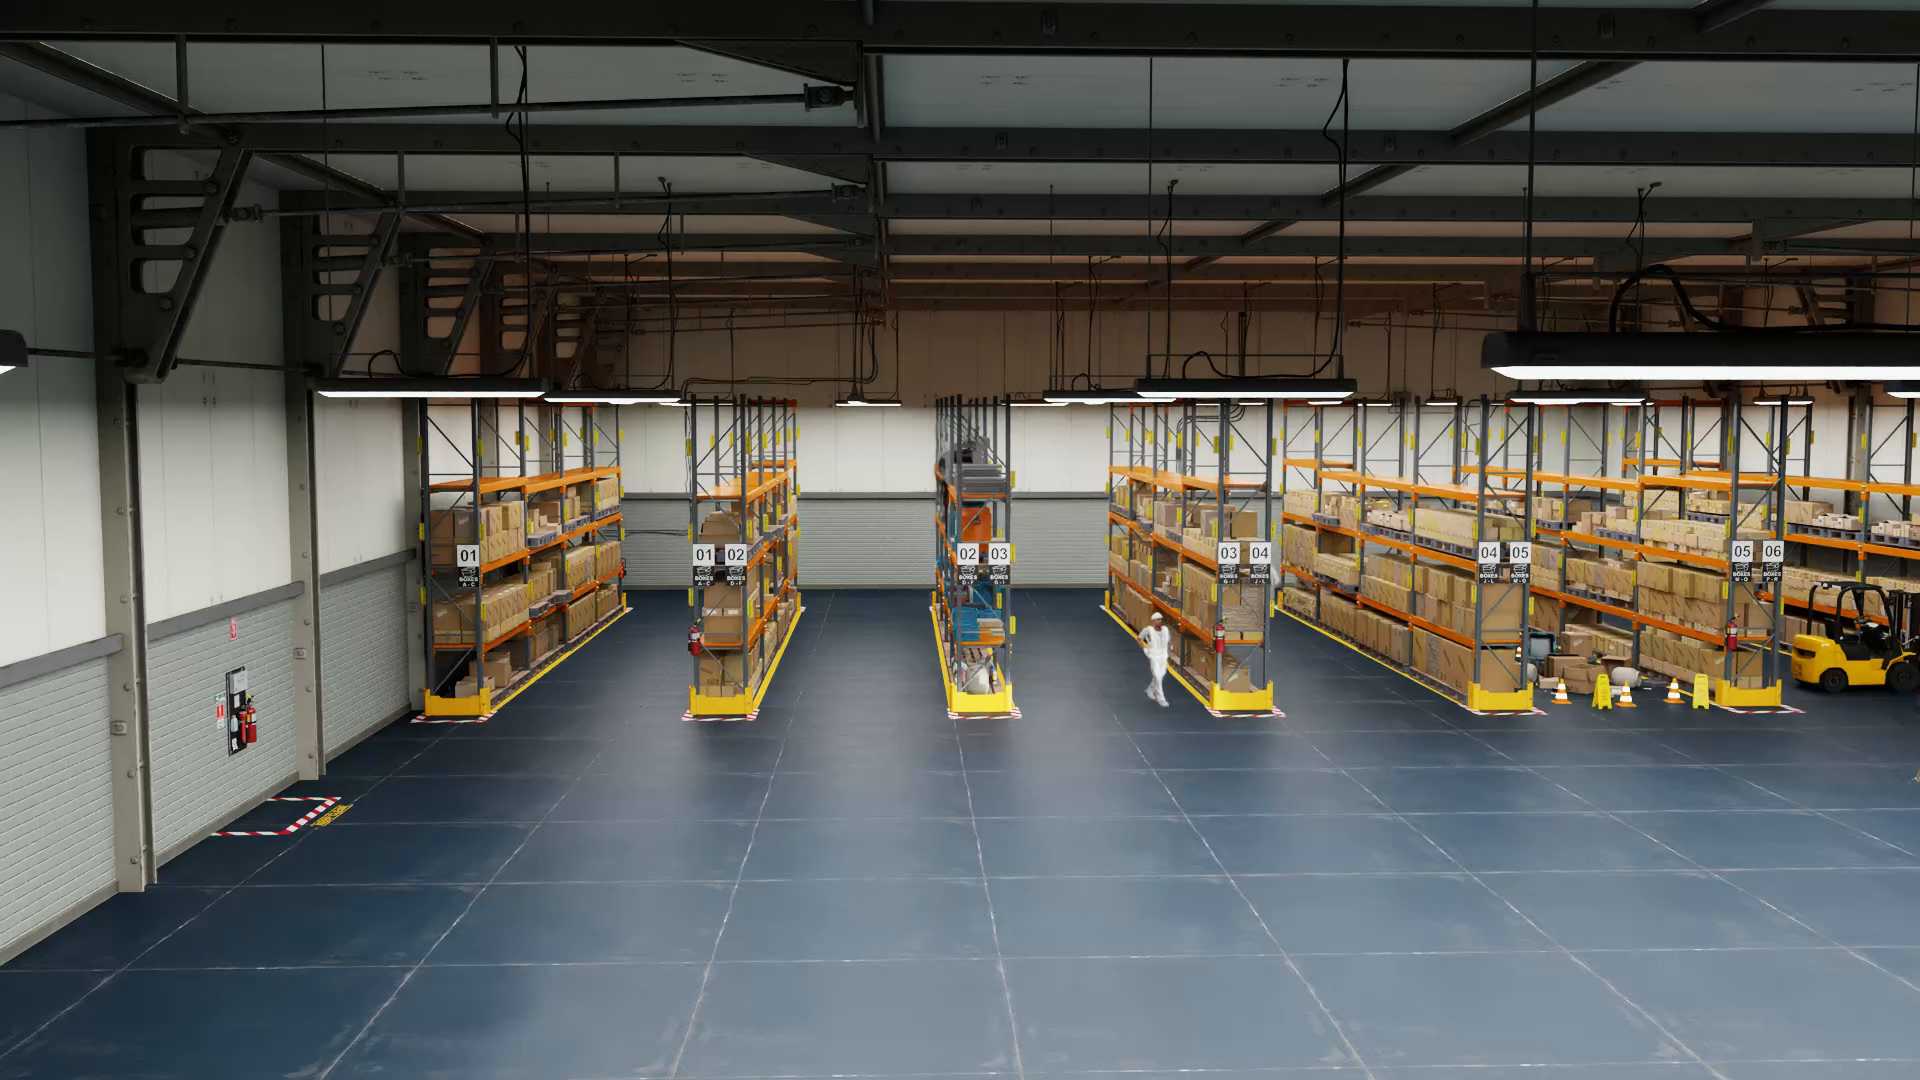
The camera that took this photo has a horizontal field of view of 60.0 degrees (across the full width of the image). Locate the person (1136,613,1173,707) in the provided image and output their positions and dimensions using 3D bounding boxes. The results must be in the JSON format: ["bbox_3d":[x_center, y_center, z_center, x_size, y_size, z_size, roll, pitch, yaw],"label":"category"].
[{"bbox_3d":[3.800,2.276,32.083,0.689,1.770,0.926,-2,5,-25],"label":"person"}]

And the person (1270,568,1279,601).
[{"bbox_3d":[8.117,1.382,44.144,0.704,1.773,0.843,0,5,6],"label":"person"}]

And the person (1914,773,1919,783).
[{"bbox_3d":[14.632,2.908,24.545,0.914,1.839,0.673,4,6,43],"label":"person"}]

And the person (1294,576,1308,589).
[{"bbox_3d":[10.104,1.037,48.728,0.809,1.693,0.666,-1,5,-6],"label":"person"}]
